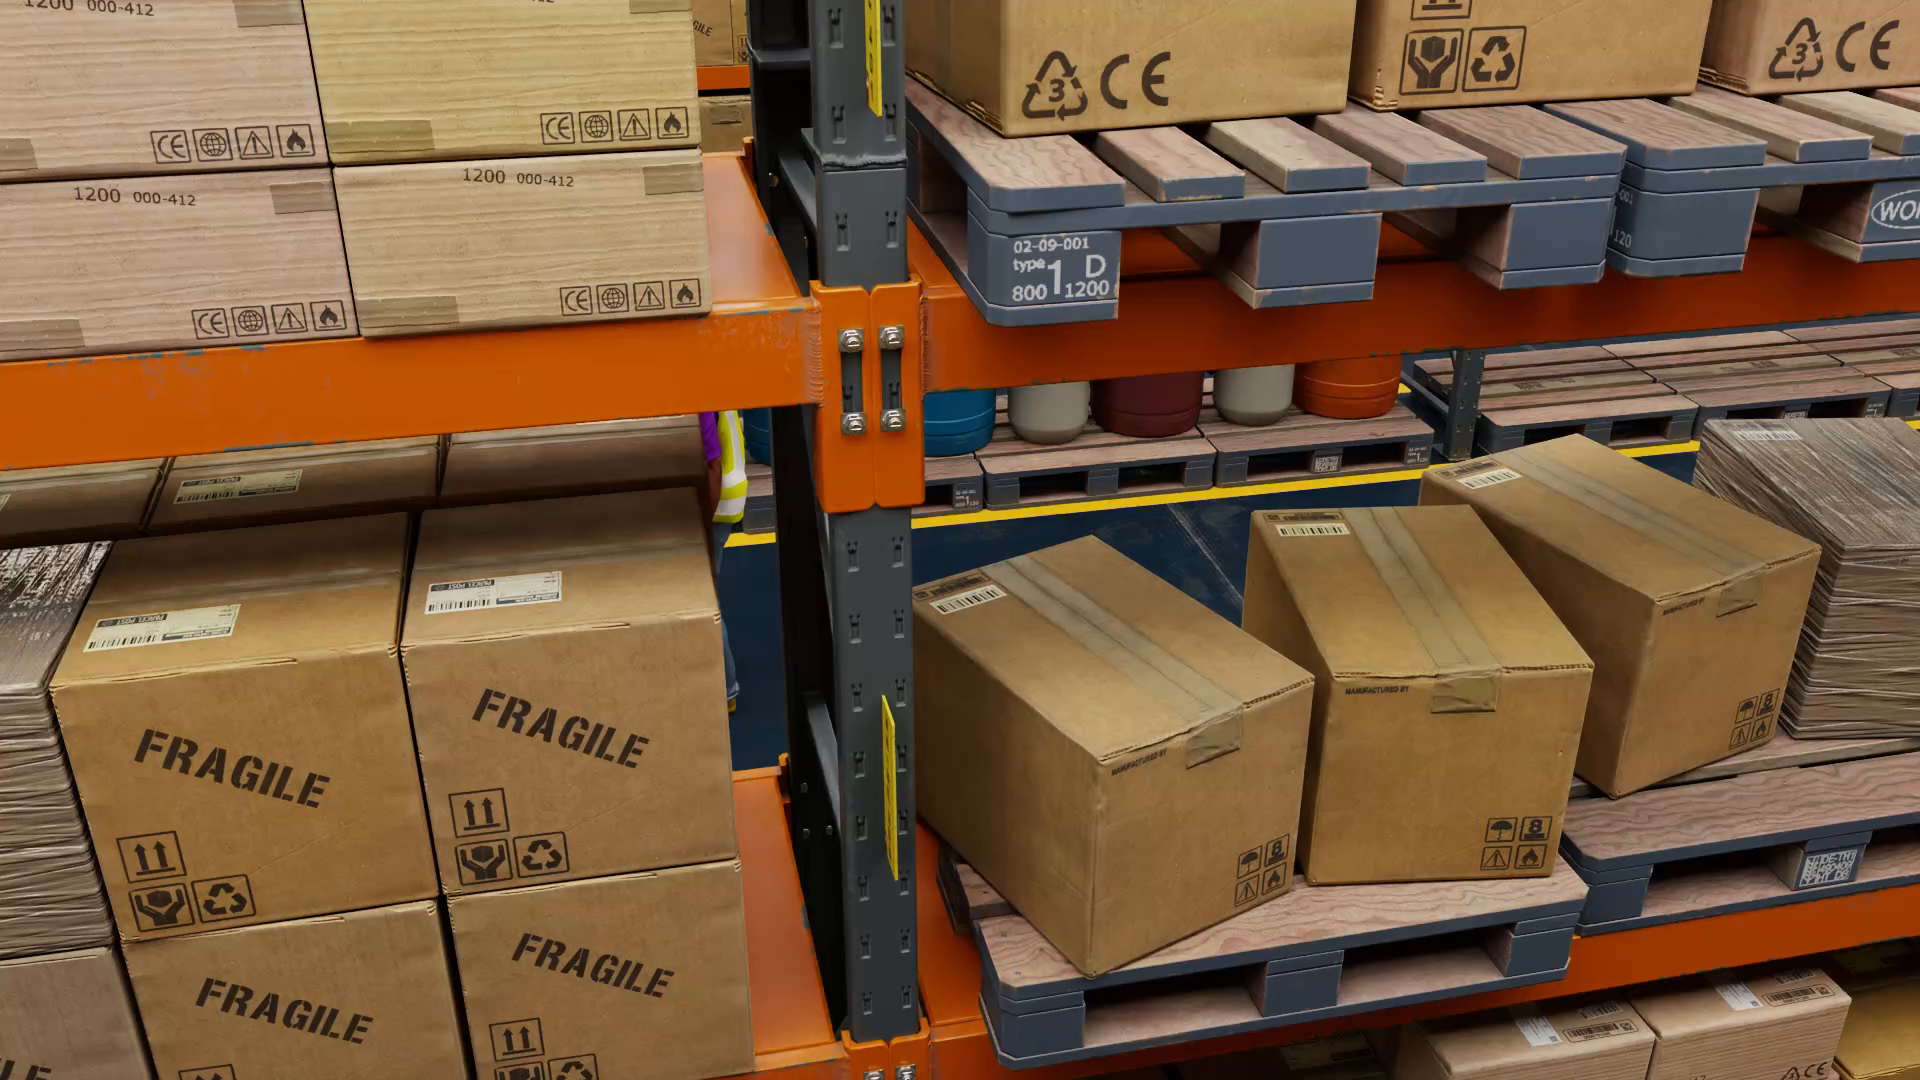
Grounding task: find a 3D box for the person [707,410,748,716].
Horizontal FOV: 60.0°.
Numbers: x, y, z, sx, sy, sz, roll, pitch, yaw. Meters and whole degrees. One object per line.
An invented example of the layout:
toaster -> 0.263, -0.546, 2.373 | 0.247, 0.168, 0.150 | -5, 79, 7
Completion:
person -> -6.943, -7.973, 13.938 | 6.255, 9.002, 23.604 | -7, 27, -14
